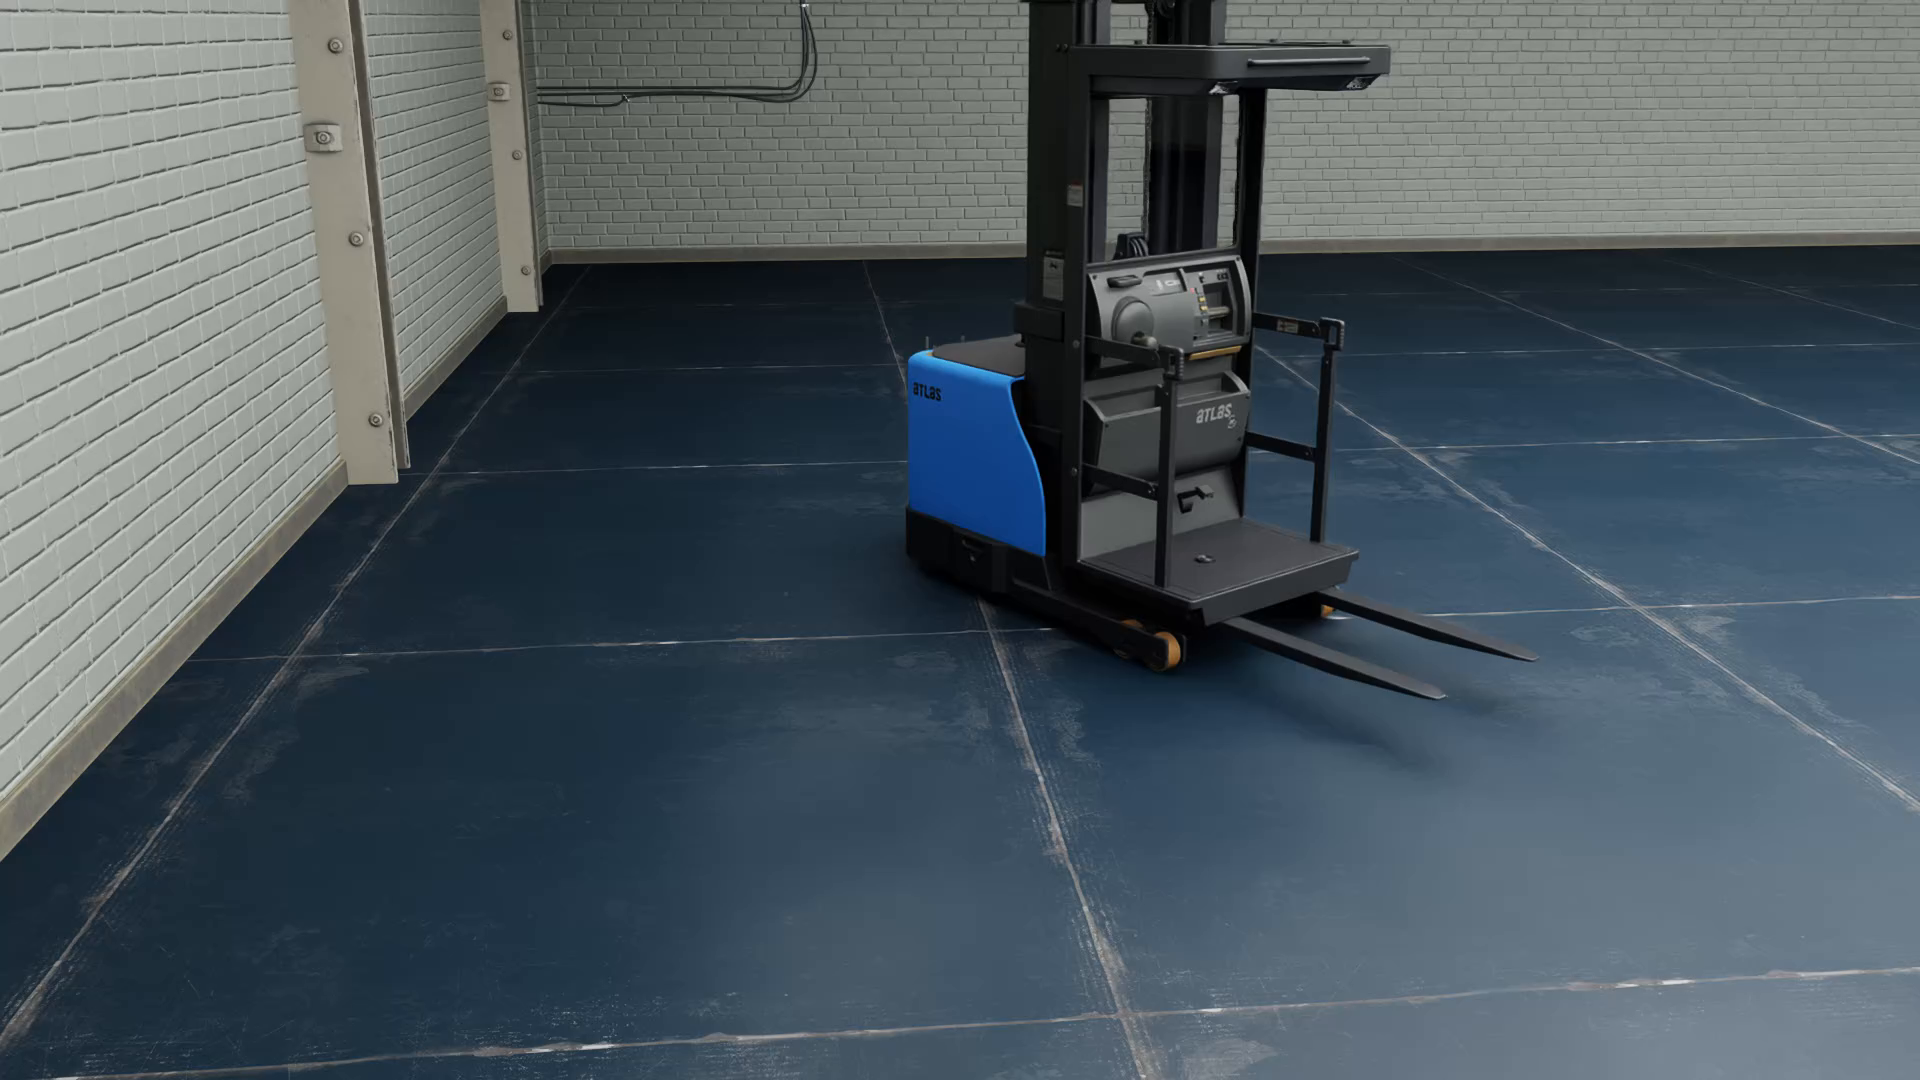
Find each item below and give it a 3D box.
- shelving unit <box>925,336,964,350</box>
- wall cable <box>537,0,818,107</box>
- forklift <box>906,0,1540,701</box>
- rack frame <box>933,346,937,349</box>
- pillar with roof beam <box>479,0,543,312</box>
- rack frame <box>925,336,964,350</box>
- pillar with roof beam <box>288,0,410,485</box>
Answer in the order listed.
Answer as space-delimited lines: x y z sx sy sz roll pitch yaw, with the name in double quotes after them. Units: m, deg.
-0.056 -0.502 8.525 0.215 1.050 0.252 -3 18 -10 "shelving unit"
-3.081 -5.904 17.645 3.097 2.526 0.112 -2 18 -6 "wall cable"
1.051 -1.018 7.028 1.130 2.935 3.031 -14 22 -37 "forklift"
-0.035 -0.466 8.410 0.200 1.050 0.008 -3 18 -10 "rack frame"
0.190 -6.600 14.677 9.100 9.000 0.400 -2 18 -6 "pillar with roof beam"
-0.077 -0.538 8.639 0.200 1.050 0.008 -3 18 -10 "rack frame"
0.809 -4.813 8.983 9.100 9.000 0.400 -2 18 -6 "pillar with roof beam"
